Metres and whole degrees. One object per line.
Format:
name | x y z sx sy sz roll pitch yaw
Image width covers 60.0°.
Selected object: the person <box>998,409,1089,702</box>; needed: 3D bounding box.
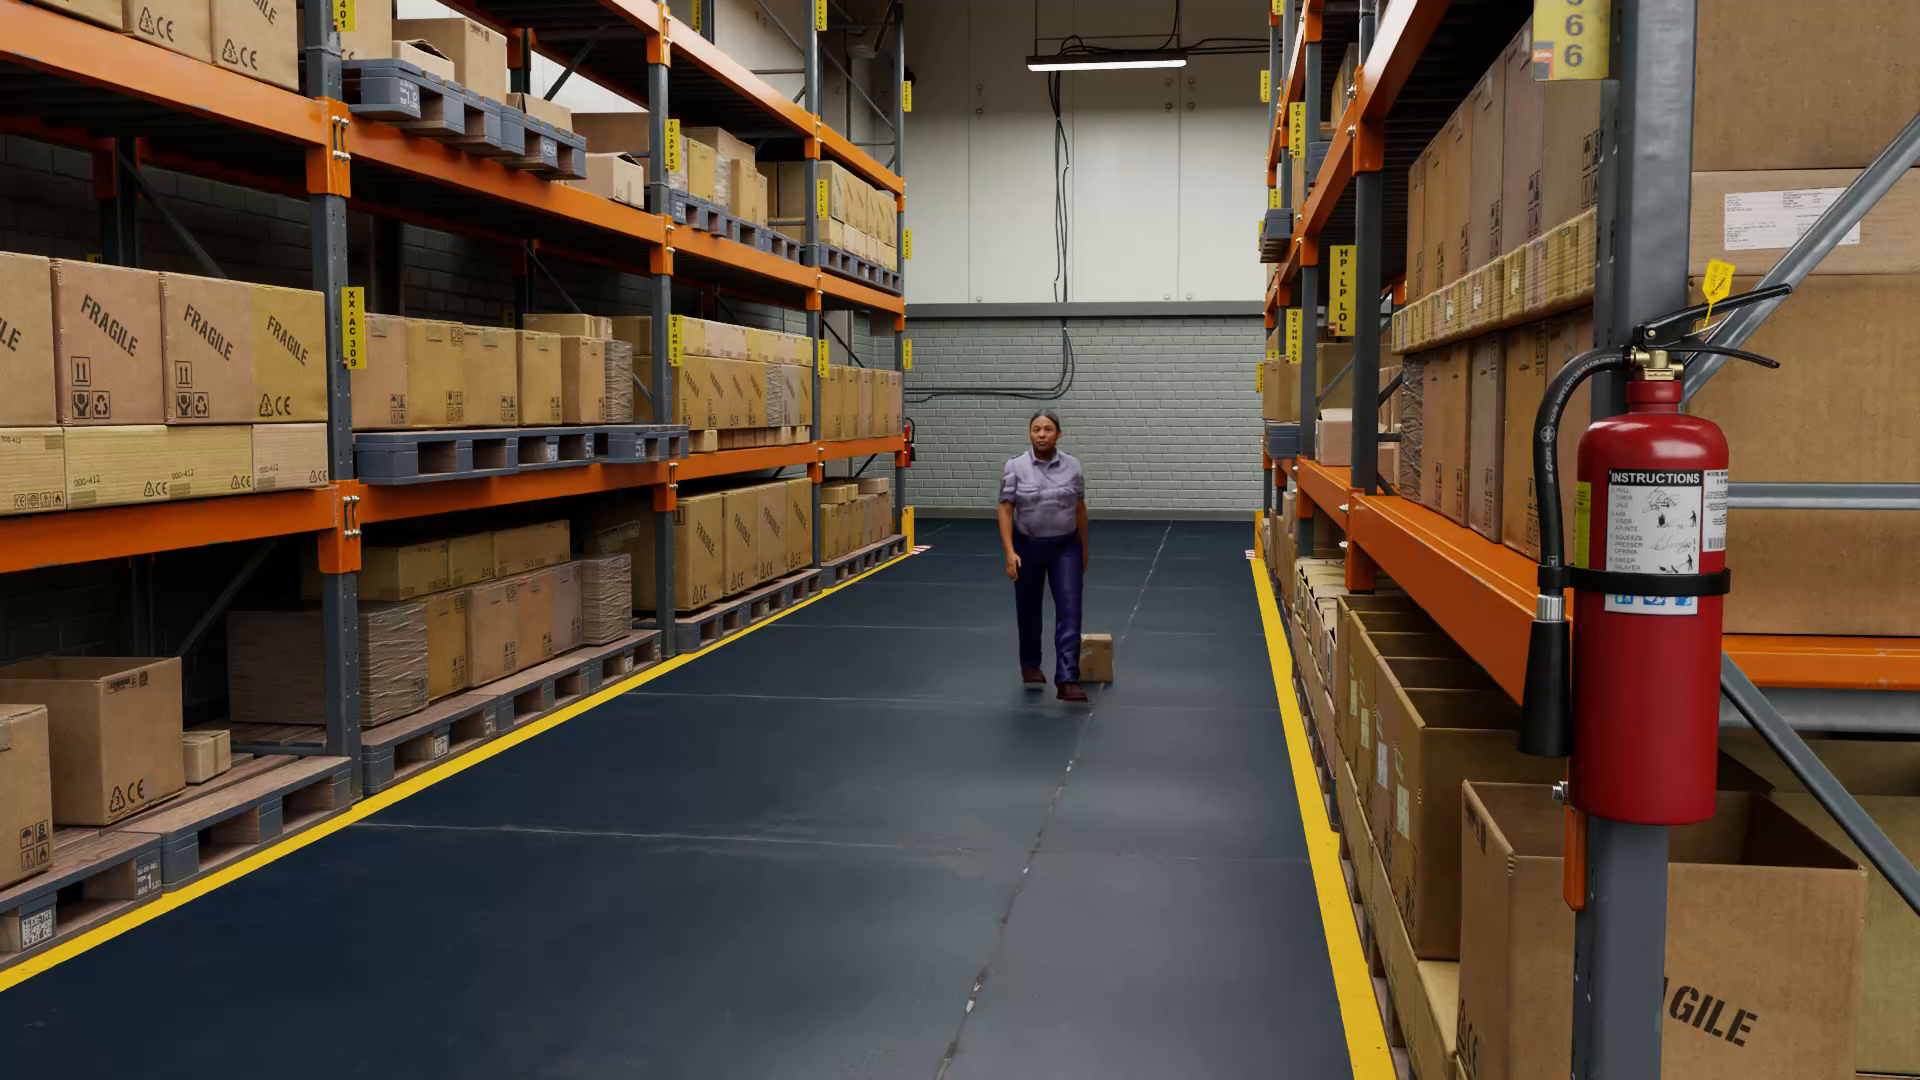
person | 0.463 0.065 9.154 0.512 1.569 1.051 0 5 2
